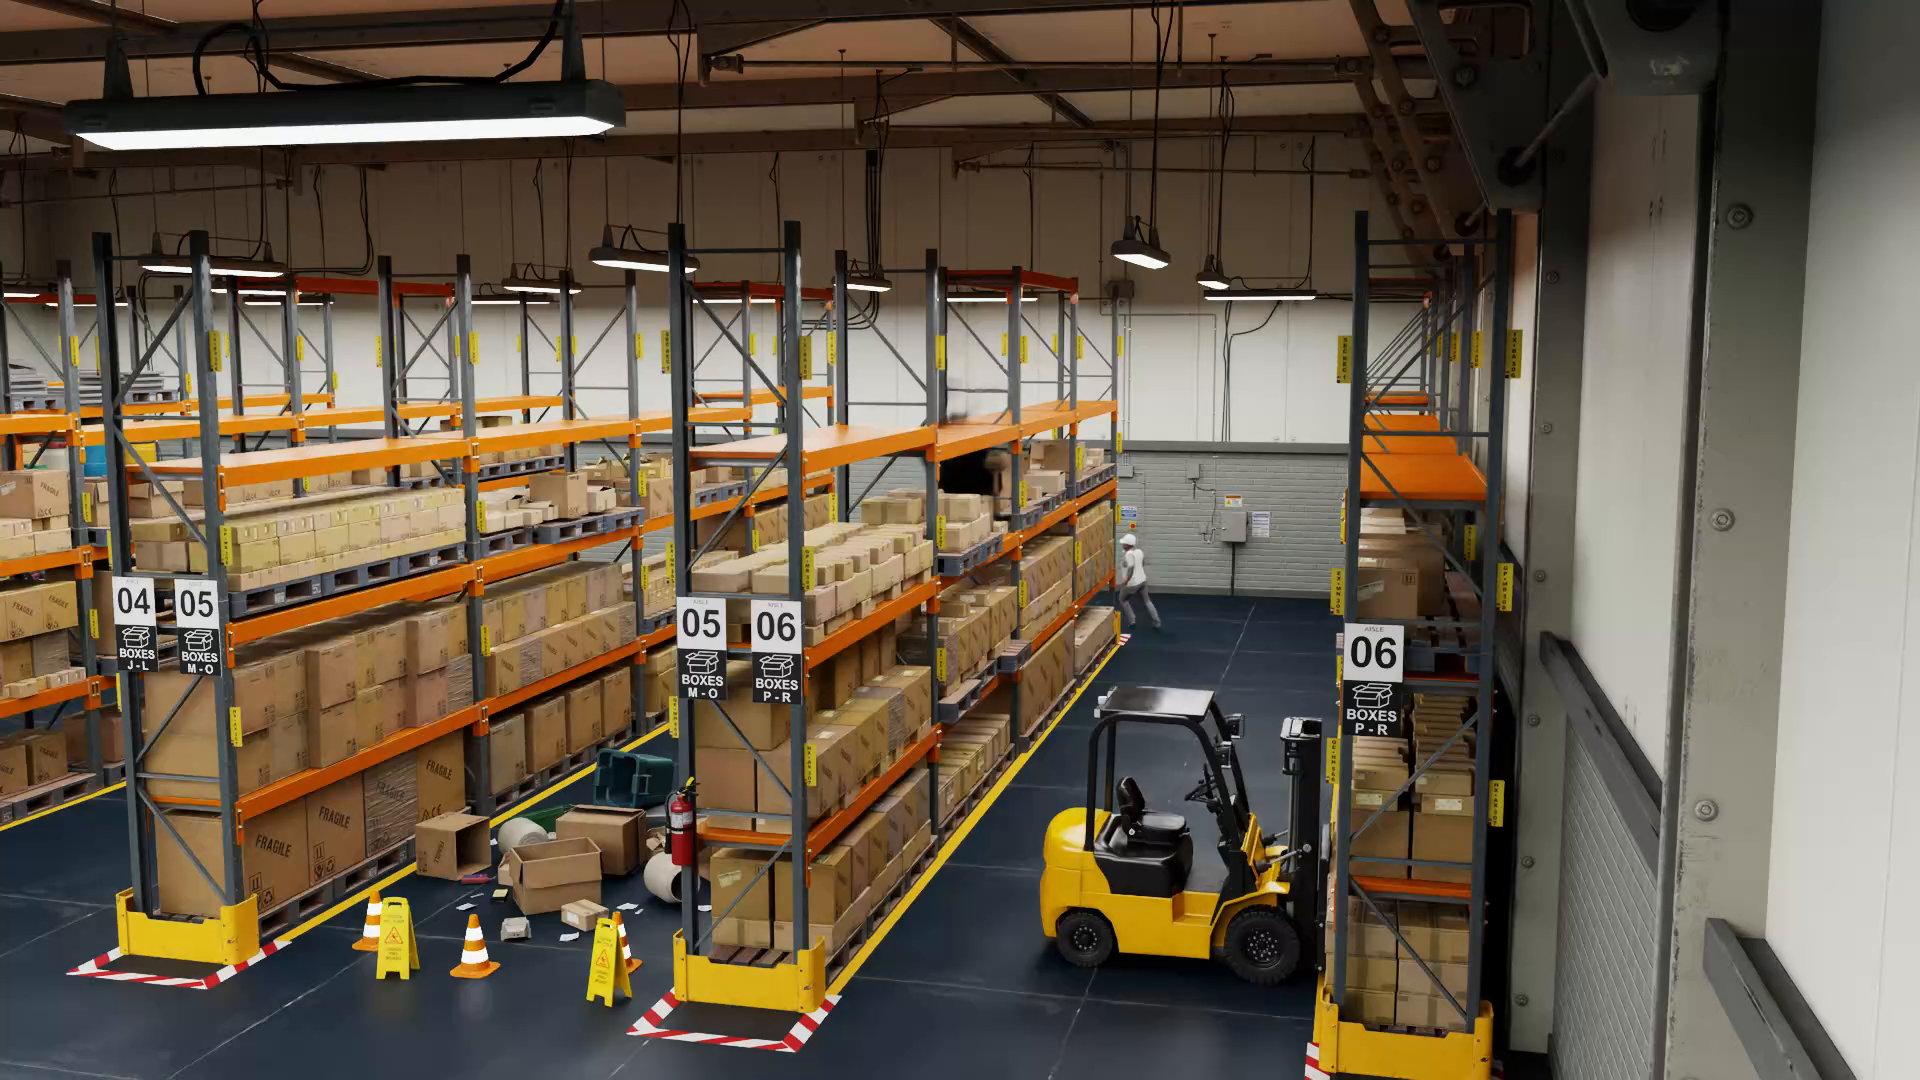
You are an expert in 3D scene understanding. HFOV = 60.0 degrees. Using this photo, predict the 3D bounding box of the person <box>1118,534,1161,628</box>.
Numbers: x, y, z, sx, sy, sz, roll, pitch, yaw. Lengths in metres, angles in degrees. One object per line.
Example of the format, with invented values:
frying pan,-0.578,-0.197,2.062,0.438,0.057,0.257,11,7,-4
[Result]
person,3.088,0.774,29.252,0.784,1.754,0.780,-6,9,-43
